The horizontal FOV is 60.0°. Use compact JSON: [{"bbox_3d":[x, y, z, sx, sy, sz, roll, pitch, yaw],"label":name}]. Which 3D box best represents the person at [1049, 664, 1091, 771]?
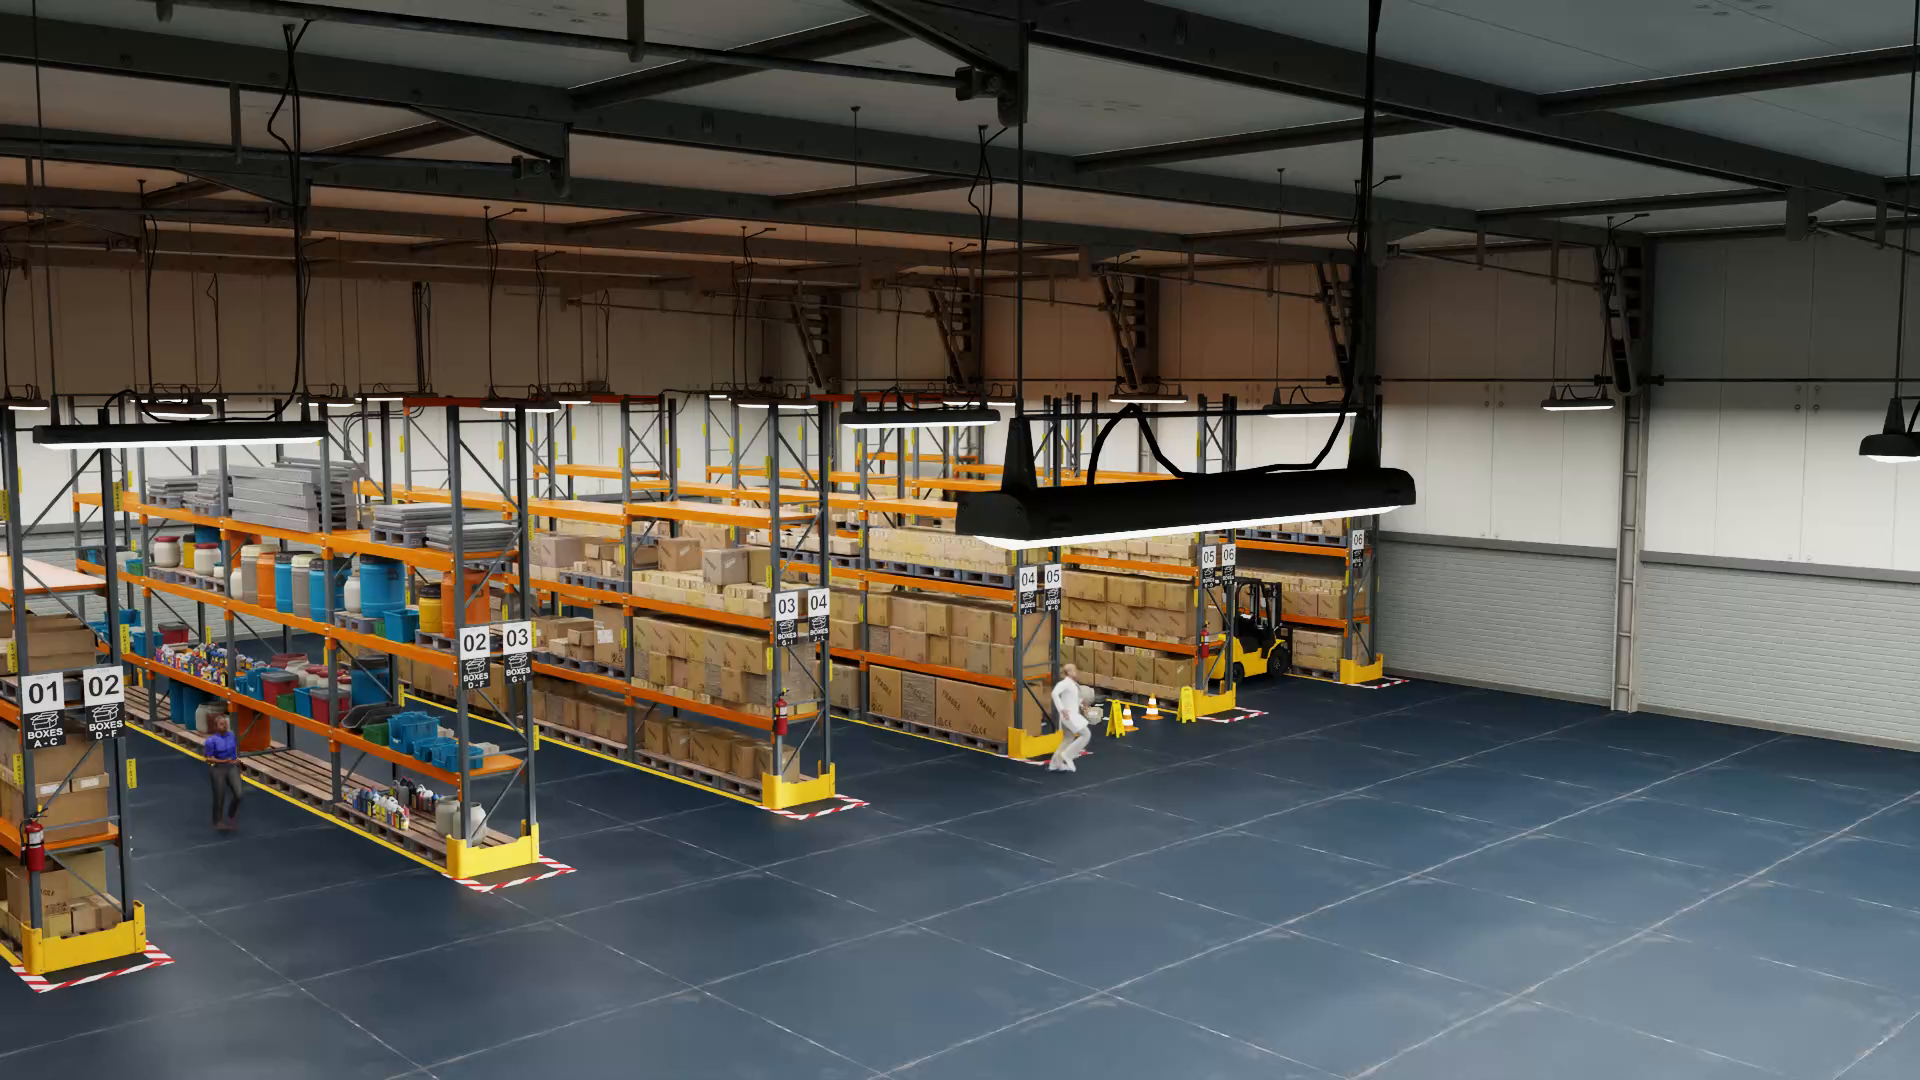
[{"bbox_3d":[1.780,2.858,26.873,0.681,1.715,0.723,0,6,4],"label":"person"}]

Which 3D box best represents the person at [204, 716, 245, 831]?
[{"bbox_3d":[-10.250,3.266,23.221,0.651,1.638,0.544,5,7,41],"label":"person"}]
